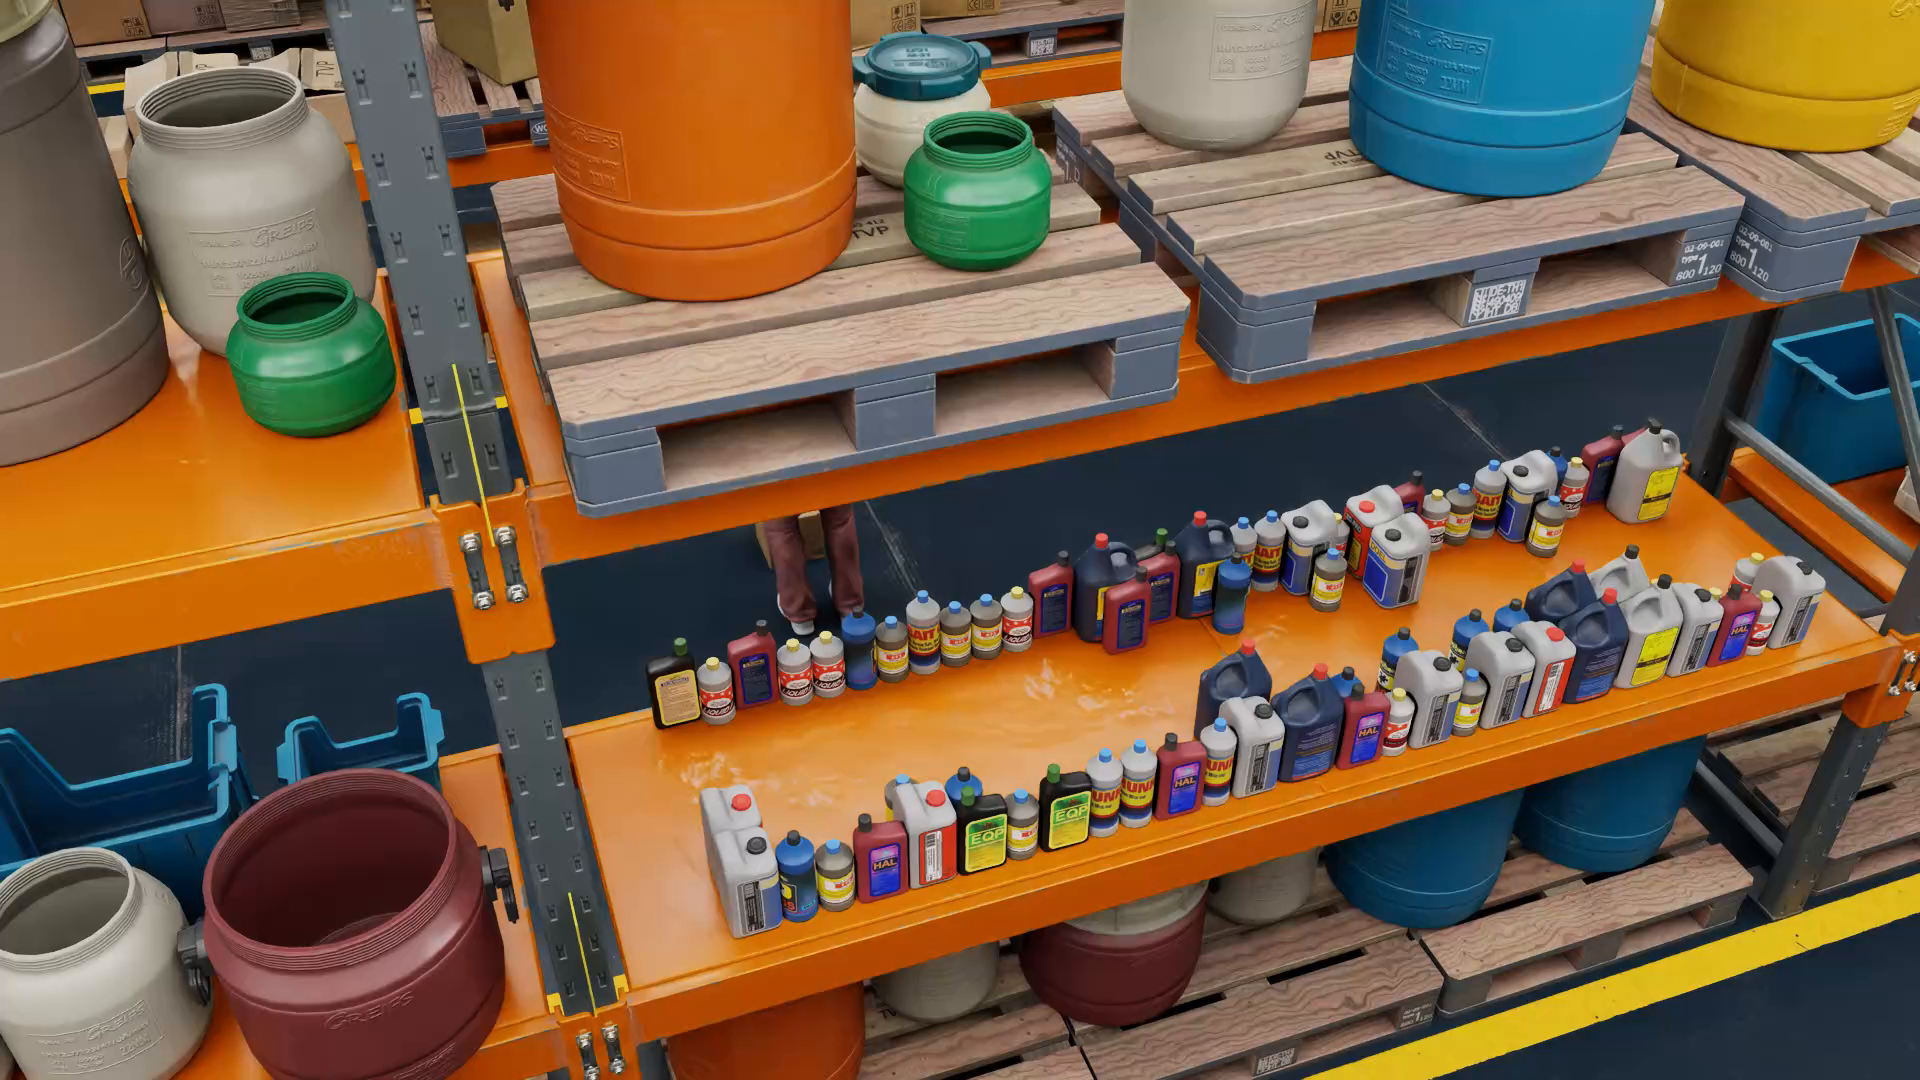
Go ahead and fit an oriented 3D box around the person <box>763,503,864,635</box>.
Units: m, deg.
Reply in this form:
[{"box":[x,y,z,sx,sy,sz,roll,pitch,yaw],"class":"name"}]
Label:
[{"box":[-0.621,-0.334,6.604,0.458,1.657,0.343,-12,39,-15],"class":"person"}]
